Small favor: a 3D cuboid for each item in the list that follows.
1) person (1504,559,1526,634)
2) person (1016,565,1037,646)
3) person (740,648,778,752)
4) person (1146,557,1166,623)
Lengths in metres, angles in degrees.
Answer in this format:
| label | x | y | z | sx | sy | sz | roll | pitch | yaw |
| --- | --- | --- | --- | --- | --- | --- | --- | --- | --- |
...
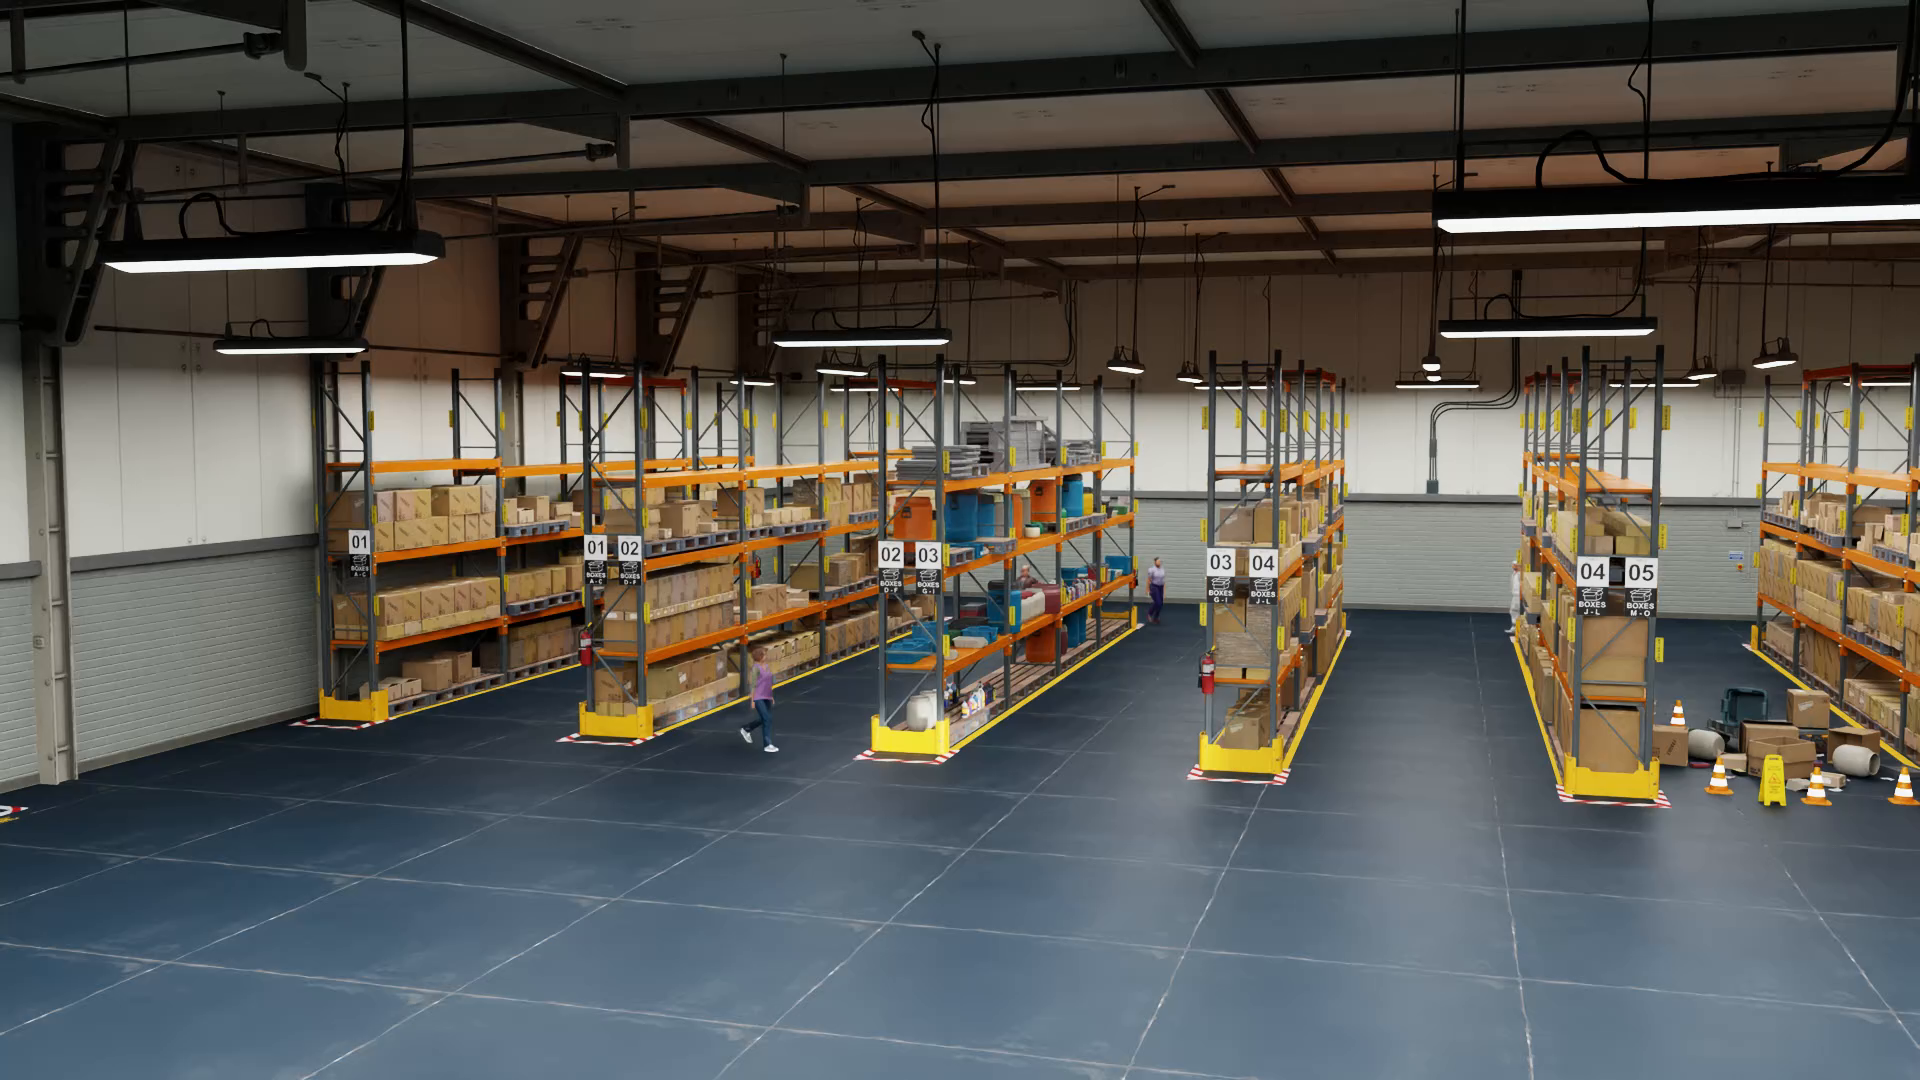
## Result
| label | x | y | z | sx | sy | sz | roll | pitch | yaw |
| --- | --- | --- | --- | --- | --- | --- | --- | --- | --- |
| person | 13.195 | 1.318 | 39.073 | 0.730 | 1.777 | 0.545 | 1 | 4 | 17 |
| person | 1.409 | 1.451 | 37.379 | 0.961 | 1.776 | 0.575 | -4 | 6 | -44 |
| person | -3.057 | 2.411 | 25.241 | 0.792 | 1.545 | 0.435 | 3 | 5 | 32 |
| person | 4.867 | 1.243 | 41.045 | 0.465 | 1.623 | 0.500 | 4 | 6 | 43 |
